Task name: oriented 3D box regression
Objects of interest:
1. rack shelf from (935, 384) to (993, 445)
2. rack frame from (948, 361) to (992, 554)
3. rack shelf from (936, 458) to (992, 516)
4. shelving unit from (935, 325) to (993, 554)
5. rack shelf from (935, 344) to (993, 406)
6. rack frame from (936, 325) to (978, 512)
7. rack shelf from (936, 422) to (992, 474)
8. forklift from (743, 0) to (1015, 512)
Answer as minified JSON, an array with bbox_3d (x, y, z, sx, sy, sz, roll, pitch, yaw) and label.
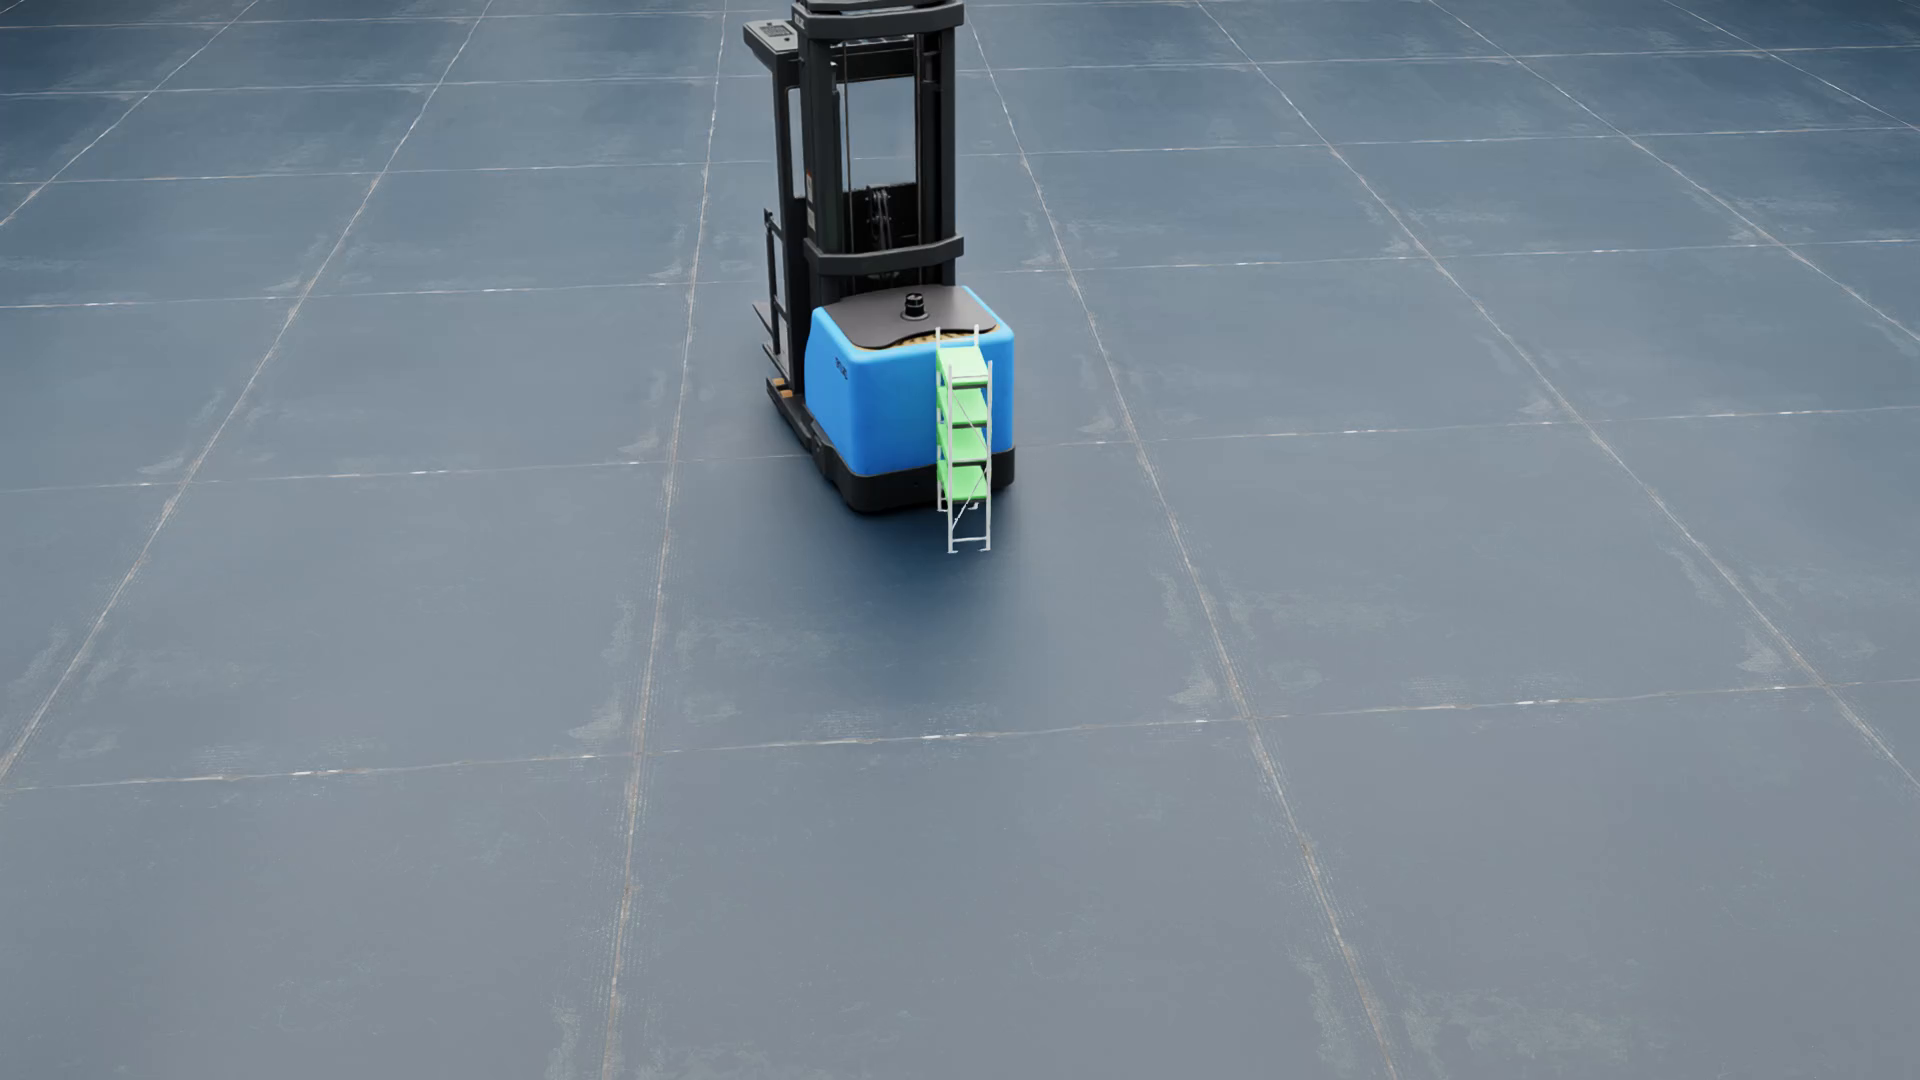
[{"bbox_3d":[0.019,-0.722,9.445,0.258,0.148,0.480,-4,31,-7],"label":"rack shelf"},{"bbox_3d":[0.054,-0.447,9.328,0.240,1.200,0.015,-4,31,-7],"label":"rack frame"},{"bbox_3d":[0.019,-0.310,9.691,0.258,0.148,0.480,-4,31,-7],"label":"rack shelf"},{"bbox_3d":[0.019,-0.571,9.535,0.258,1.200,0.503,-4,31,-7],"label":"shelving unit"},{"bbox_3d":[0.019,-0.928,9.322,0.258,0.148,0.480,-4,31,-7],"label":"rack shelf"},{"bbox_3d":[-0.016,-0.695,9.743,0.240,1.200,0.015,-4,31,-7],"label":"rack frame"},{"bbox_3d":[0.019,-0.516,9.568,0.258,0.148,0.480,-4,31,-7],"label":"rack shelf"},{"bbox_3d":[-0.669,-2.169,10.522,1.130,2.935,3.031,-11,33,-18],"label":"forklift"}]
